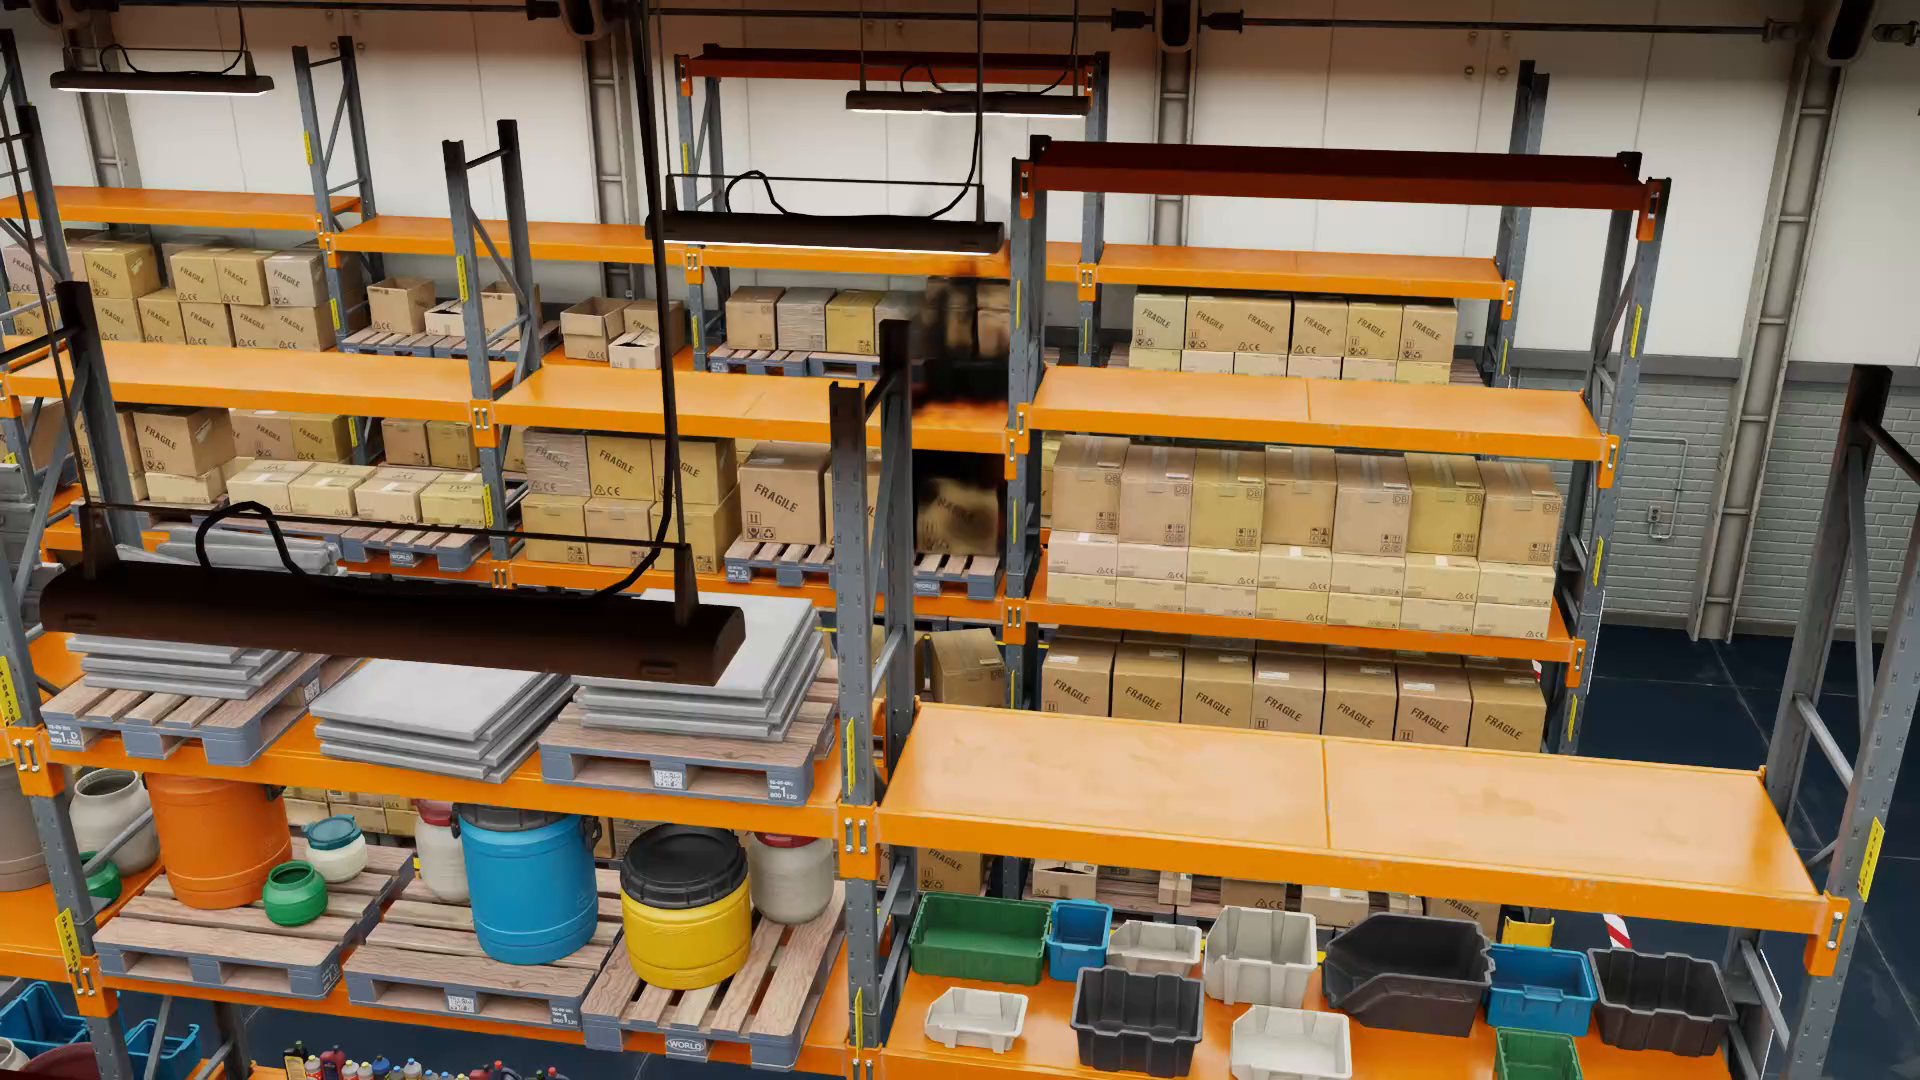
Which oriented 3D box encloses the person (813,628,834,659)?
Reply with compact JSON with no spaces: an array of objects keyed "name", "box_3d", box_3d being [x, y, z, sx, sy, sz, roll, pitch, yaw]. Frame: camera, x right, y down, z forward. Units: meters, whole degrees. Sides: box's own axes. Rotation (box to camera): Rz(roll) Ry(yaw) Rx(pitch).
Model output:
[{"name":"person","box_3d":[-1.602,0.652,15.904,0.888,1.697,0.566,0,23,0]}]
